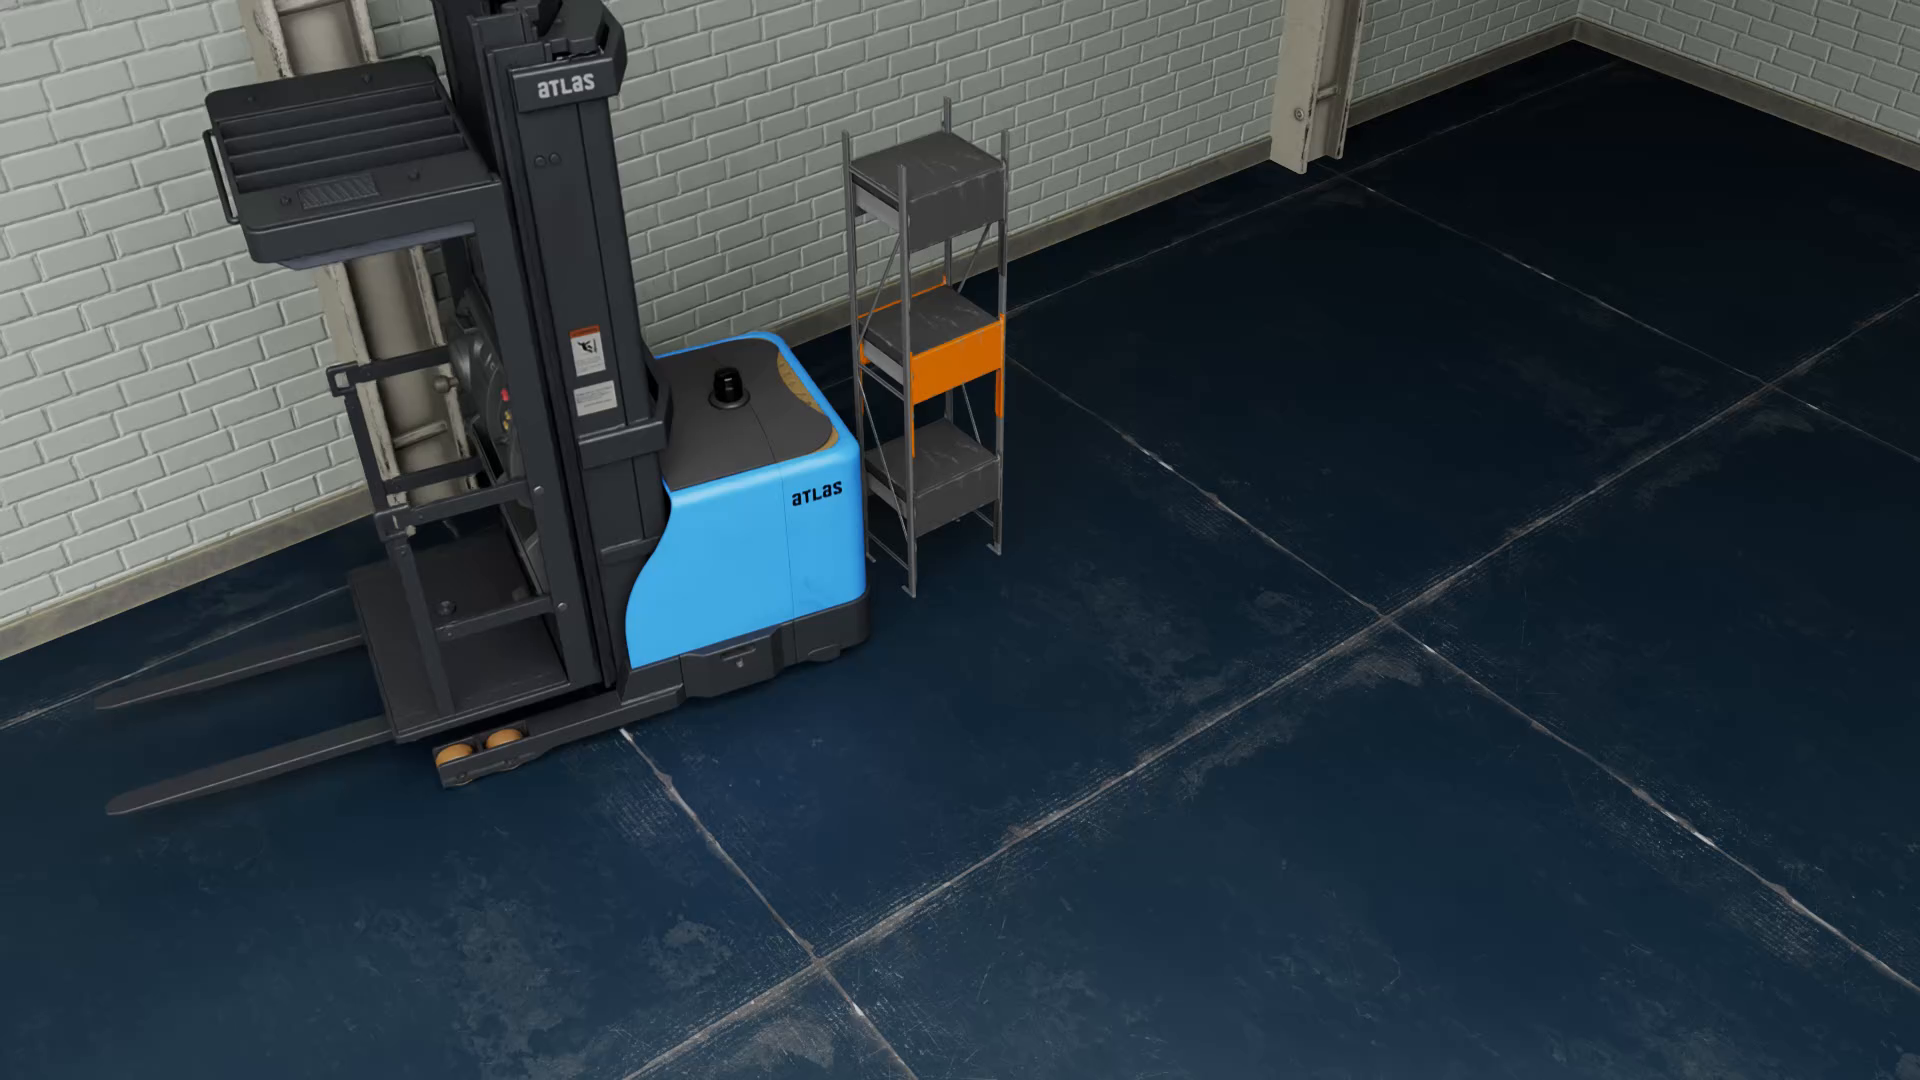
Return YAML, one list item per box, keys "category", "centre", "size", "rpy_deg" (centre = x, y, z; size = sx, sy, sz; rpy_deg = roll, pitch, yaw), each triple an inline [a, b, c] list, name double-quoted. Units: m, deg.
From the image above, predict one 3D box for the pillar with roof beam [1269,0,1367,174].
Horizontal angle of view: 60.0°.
- category: "pillar with roof beam"
  centre: [4.855, -3.796, 5.282]
  size: [0.400, 9.000, 9.100]
  rpy_deg: [-26, 46, -28]

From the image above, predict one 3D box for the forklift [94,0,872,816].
- category: "forklift"
  centre: [-1.938, -0.547, 6.106]
  size: [3.031, 2.935, 1.130]
  rpy_deg: [-17, 42, -19]

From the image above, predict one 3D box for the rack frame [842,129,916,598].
- category: "rack frame"
  centre: [-0.325, -0.654, 6.891]
  size: [0.015, 2.100, 0.400]
  rpy_deg: [-26, 46, -28]

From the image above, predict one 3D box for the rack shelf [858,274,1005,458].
- category: "rack shelf"
  centre: [-0.131, -0.737, 7.015]
  size: [0.480, 0.518, 0.431]
  rpy_deg: [-26, 46, -28]

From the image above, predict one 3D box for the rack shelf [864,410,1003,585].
- category: "rack shelf"
  centre: [-0.131, -0.196, 7.459]
  size: [0.480, 0.518, 0.431]
  rpy_deg: [-26, 46, -28]

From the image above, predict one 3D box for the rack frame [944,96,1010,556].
- category: "rack frame"
  centre: [0.062, -0.842, 7.121]
  size: [0.015, 2.100, 0.400]
  rpy_deg: [-26, 46, -28]

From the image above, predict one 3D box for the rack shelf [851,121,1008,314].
- category: "rack shelf"
  centre: [-0.131, -1.278, 6.571]
  size: [0.480, 0.518, 0.431]
  rpy_deg: [-26, 46, -28]

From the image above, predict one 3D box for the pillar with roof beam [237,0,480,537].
- category: "pillar with roof beam"
  centre: [0.097, -1.477, 2.455]
  size: [0.400, 9.000, 9.100]
  rpy_deg: [-26, 46, -28]

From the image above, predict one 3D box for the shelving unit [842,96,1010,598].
- category: "shelving unit"
  centre: [-0.131, -0.748, 7.006]
  size: [0.503, 2.100, 0.431]
  rpy_deg: [-26, 46, -28]
